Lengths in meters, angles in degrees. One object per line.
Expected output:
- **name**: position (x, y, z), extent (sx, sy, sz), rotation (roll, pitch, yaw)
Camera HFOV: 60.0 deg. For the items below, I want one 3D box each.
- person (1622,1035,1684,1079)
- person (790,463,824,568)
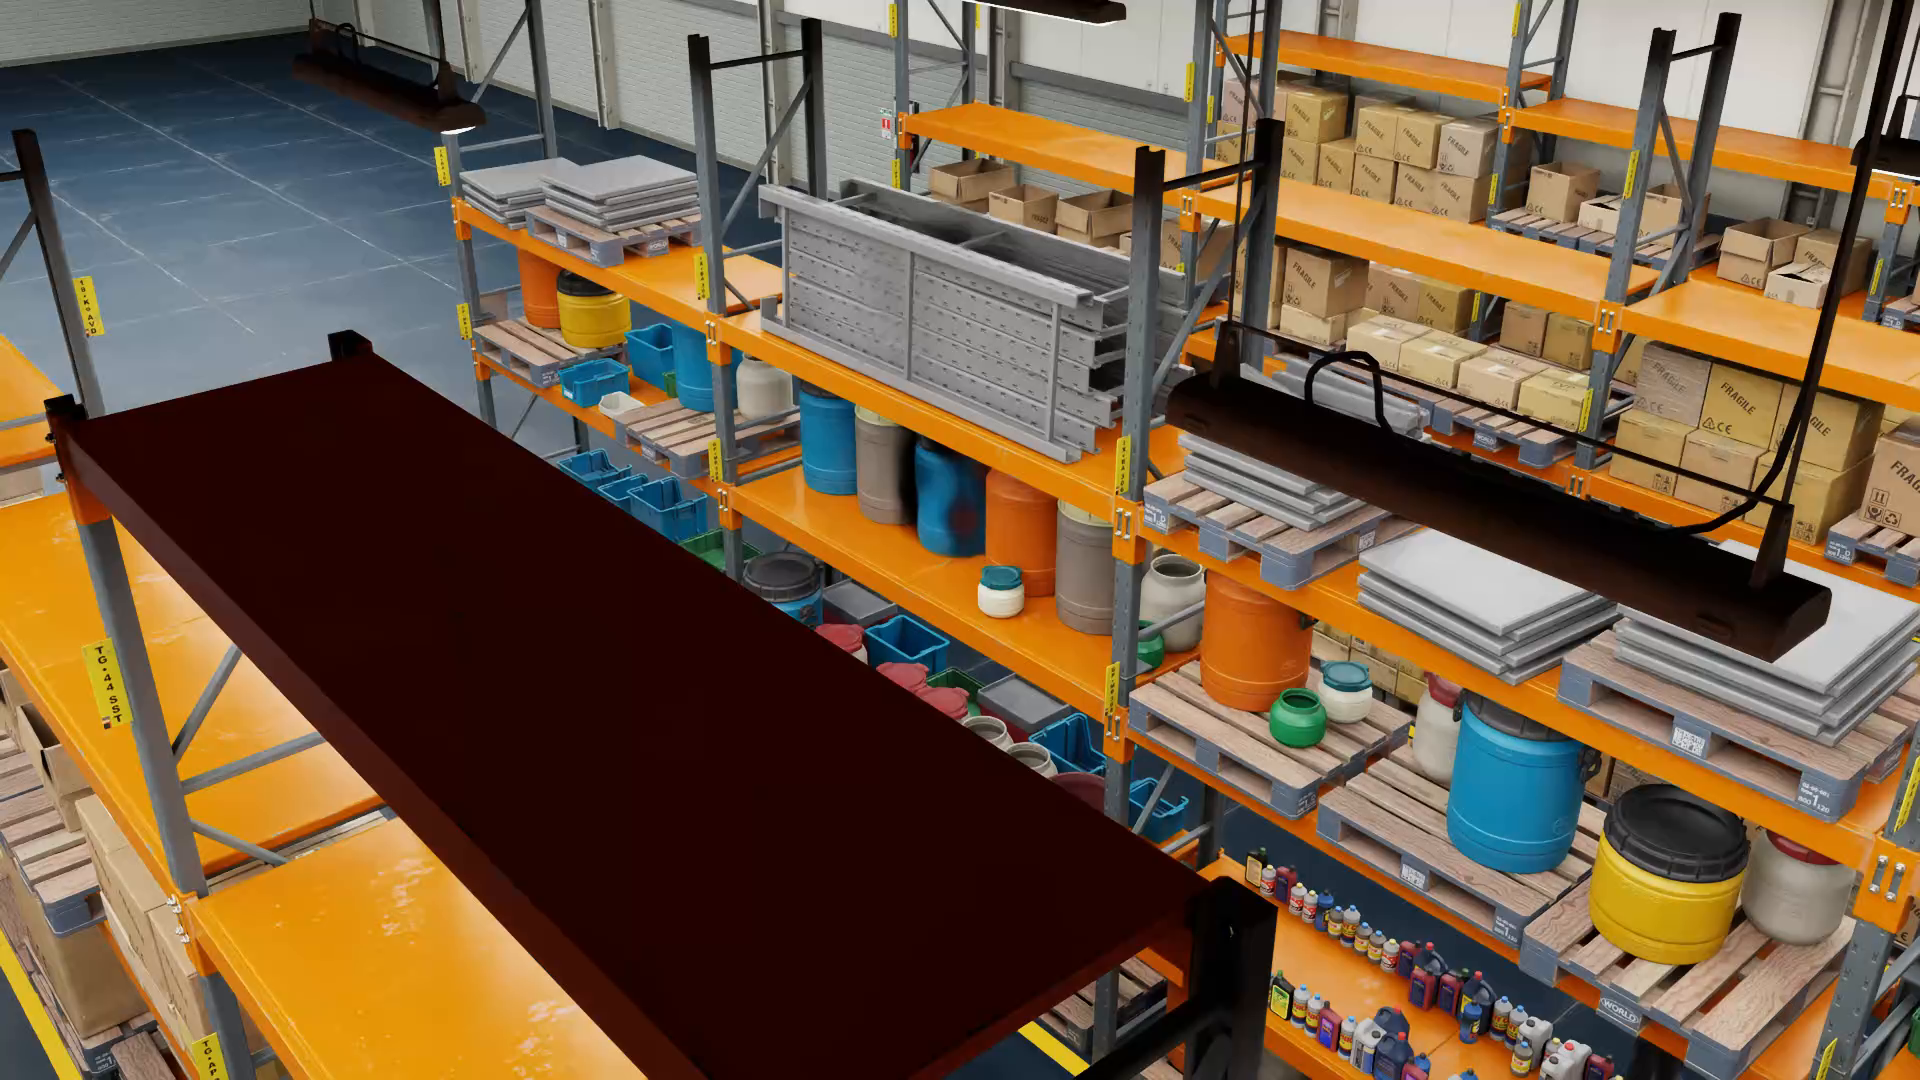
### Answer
- **person**: position (4.330, 2.926, 10.019), extent (0.594, 1.724, 0.768), rotation (-20, 33, -34)
- **person**: position (-1.436, -0.459, 16.703), extent (0.606, 1.623, 0.572), rotation (8, 28, 15)
